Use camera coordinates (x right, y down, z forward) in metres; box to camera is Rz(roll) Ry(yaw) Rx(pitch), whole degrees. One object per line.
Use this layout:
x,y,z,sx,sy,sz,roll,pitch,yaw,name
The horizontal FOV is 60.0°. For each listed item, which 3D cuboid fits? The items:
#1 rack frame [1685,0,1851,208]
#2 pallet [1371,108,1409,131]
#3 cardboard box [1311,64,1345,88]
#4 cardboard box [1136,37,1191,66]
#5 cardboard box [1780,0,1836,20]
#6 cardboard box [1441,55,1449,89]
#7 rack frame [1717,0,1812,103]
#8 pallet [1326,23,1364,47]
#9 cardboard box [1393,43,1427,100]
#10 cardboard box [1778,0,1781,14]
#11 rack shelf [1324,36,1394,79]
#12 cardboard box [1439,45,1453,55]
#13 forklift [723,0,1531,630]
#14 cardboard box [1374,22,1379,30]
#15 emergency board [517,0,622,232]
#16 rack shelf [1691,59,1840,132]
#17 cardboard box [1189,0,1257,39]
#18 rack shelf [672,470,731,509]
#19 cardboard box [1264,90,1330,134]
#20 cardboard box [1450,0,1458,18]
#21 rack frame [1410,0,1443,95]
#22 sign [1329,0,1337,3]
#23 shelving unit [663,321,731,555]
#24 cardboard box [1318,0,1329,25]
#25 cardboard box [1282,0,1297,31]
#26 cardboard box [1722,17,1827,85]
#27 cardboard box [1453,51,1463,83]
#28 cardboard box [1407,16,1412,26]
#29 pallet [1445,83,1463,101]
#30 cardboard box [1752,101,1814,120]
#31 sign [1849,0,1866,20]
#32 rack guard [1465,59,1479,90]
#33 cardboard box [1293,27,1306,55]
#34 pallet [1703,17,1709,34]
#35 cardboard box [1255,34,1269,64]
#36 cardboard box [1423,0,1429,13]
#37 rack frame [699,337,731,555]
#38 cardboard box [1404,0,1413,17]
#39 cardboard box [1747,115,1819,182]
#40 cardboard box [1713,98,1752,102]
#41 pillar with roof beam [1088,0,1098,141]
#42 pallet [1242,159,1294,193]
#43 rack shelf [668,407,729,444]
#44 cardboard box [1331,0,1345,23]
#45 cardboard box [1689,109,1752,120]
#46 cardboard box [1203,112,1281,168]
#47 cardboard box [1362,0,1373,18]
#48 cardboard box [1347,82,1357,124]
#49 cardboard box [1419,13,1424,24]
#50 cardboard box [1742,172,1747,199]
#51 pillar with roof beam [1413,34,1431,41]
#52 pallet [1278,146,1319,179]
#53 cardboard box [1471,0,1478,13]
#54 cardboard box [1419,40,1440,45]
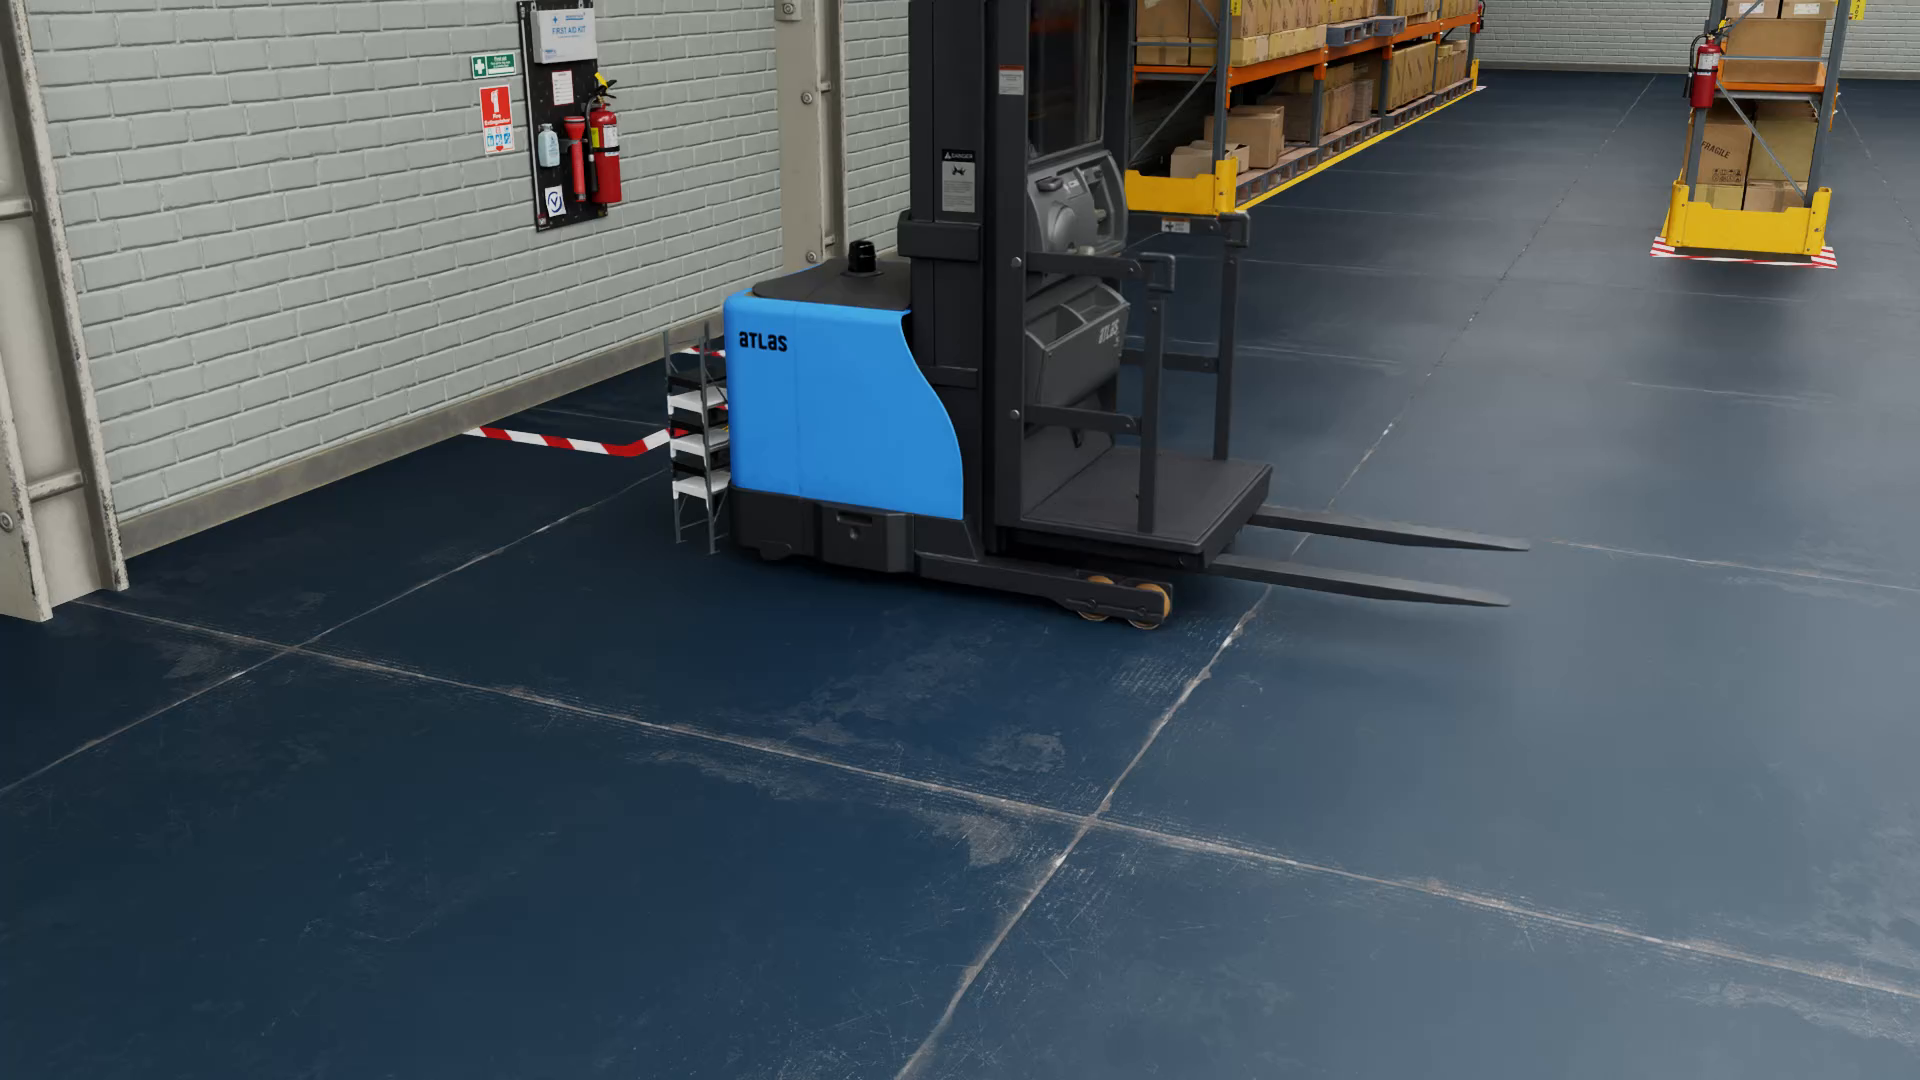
6.495,-3.850,13.317,1.000,3.000,0.127,9,21,23,rack frame
5.641,-5.891,23.217,1.003,0.211,1.213,9,21,23,pallet
4.506,-5.806,20.772,0.500,0.250,0.500,8,21,22,cardboard box
1.988,-4.636,15.723,0.500,0.250,0.500,9,21,23,cardboard box
6.852,-4.293,13.445,0.380,0.149,0.250,8,21,22,cardboard box
7.496,-7.584,26.922,0.700,0.500,0.500,8,21,22,cardboard box
8.133,-5.072,16.755,1.000,3.000,0.127,9,21,23,rack frame
4.058,-5.874,19.296,1.003,0.211,1.213,9,21,23,pallet
6.379,-6.893,24.455,0.750,0.750,0.750,9,22,24,cardboard box
7.273,-4.608,14.333,0.380,0.149,0.250,8,21,21,cardboard box
4.431,-6.023,20.503,1.077,0.370,4.000,9,21,23,rack shelf
7.808,-7.976,27.055,0.380,0.149,0.250,8,21,21,cardboard box
0.628,-1.257,6.128,3.031,2.935,1.130,8,21,23,forklift
5.596,-6.934,22.334,0.380,0.149,0.250,8,21,22,cardboard box
-2.032,-2.276,8.893,0.194,1.169,0.643,9,21,23,emergency board
7.314,-4.122,15.156,1.077,0.370,4.000,9,21,23,rack shelf
2.444,-4.925,15.415,0.500,0.500,0.500,9,21,23,cardboard box
-1.025,-0.216,6.871,0.200,0.077,0.258,15,24,36,rack shelf
4.064,-5.173,20.111,0.700,0.500,0.500,8,21,22,cardboard box
7.429,-8.724,26.575,0.980,0.700,0.700,8,21,21,cardboard box
6.888,-8.196,25.540,1.000,3.000,0.127,9,21,23,rack frame
4.110,-6.087,18.315,0.100,0.325,0.005,9,21,23,sign
-1.025,-0.417,6.800,0.210,0.900,0.258,15,24,36,shelving unit
3.700,-5.856,18.033,0.500,0.500,0.500,8,21,23,cardboard box
3.073,-5.391,16.726,0.500,0.500,0.500,9,22,24,cardboard box
6.698,-4.038,13.696,0.700,0.500,0.500,9,21,23,cardboard box
8.126,-8.059,28.256,0.700,0.500,0.500,8,21,23,cardboard box
6.214,-7.404,23.656,0.380,0.149,0.250,9,21,23,cardboard box
7.769,-7.479,27.683,1.003,0.211,1.213,9,21,23,pallet
7.725,-3.852,15.680,0.500,0.500,0.500,9,21,23,cardboard box
6.999,-4.217,12.939,0.100,0.325,0.005,9,21,23,sign
8.536,-8.249,29.417,1.175,0.500,0.348,9,21,23,rack guard
3.291,-5.196,17.297,0.500,0.250,0.500,8,21,22,cardboard box
9.984,-6.422,20.835,1.213,0.211,1.003,9,21,23,pallet
2.663,-4.733,15.995,0.500,0.250,0.500,8,21,21,cardboard box
6.515,-7.908,24.105,0.500,0.500,0.500,9,21,23,cardboard box
-0.945,-0.396,6.740,0.006,0.900,0.240,15,24,36,rack frame
5.905,-7.443,22.797,0.500,0.500,0.500,9,22,24,cardboard box
7.120,-3.392,14.387,0.500,0.500,0.500,9,21,23,cardboard box
7.460,-4.075,16.309,0.500,0.500,0.500,9,21,23,cardboard box
5.399,-7.097,13.494,9.100,9.000,0.400,9,21,23,pillar with roof beam
2.871,-3.853,17.487,1.003,0.211,1.213,9,21,23,pallet
-1.025,-0.471,6.781,0.200,0.077,0.258,15,24,36,rack shelf
4.087,-6.326,19.474,0.700,0.500,0.500,11,22,28,cardboard box
6.839,-3.618,15.022,0.500,0.500,0.500,9,21,23,cardboard box
2.919,-4.148,17.231,0.700,0.500,0.500,7,21,19,cardboard box
4.862,-6.908,21.112,0.700,0.500,0.500,6,21,18,cardboard box
4.686,-5.634,21.409,0.700,0.500,0.500,9,21,23,cardboard box
6.563,-7.637,24.313,0.380,0.149,0.250,9,21,23,cardboard box
7.324,-3.191,14.943,0.500,0.250,0.500,9,21,23,cardboard box
12.770,-12.599,28.966,9.100,9.000,0.400,9,21,23,pillar with roof beam
3.369,-4.227,18.539,1.003,0.211,1.213,9,21,23,pallet
8.326,-9.403,28.485,0.980,0.700,0.700,10,22,25,cardboard box
7.992,-8.428,28.326,0.380,0.149,0.250,9,21,23,cardboard box
